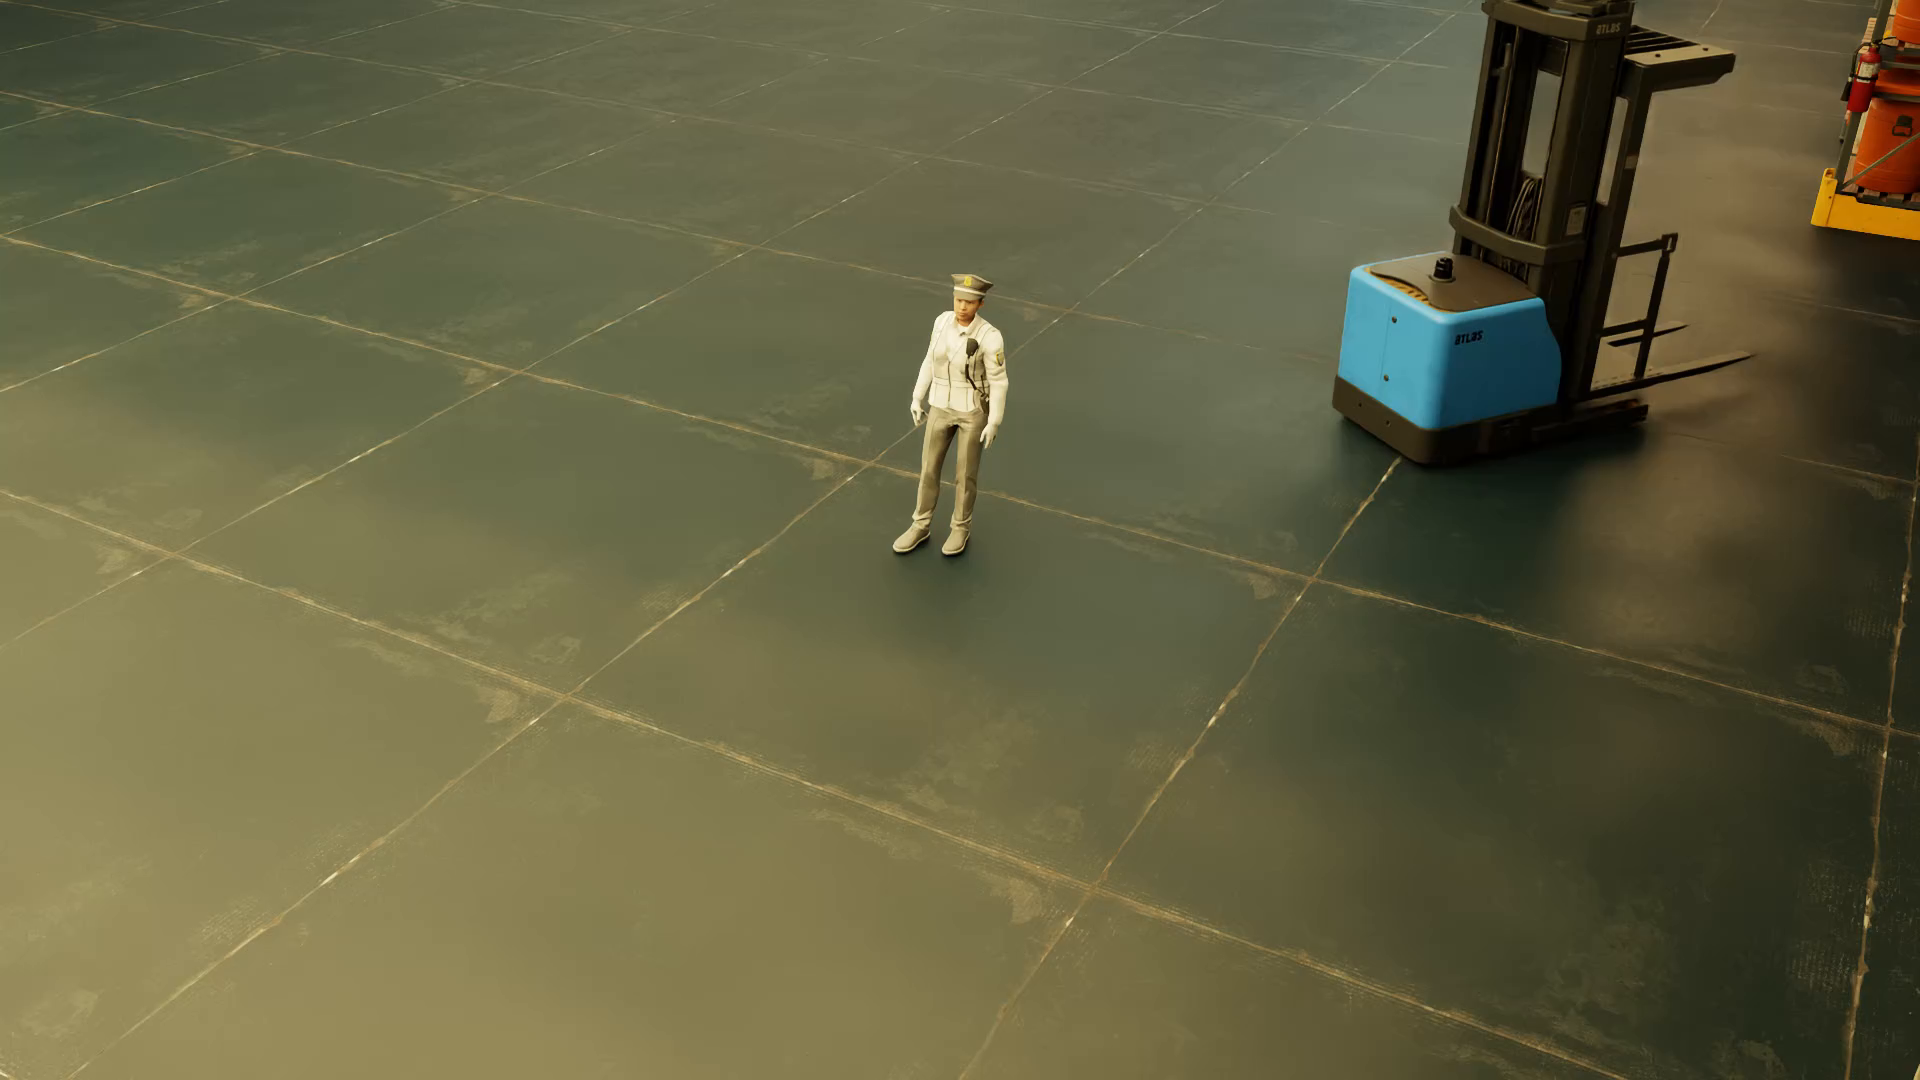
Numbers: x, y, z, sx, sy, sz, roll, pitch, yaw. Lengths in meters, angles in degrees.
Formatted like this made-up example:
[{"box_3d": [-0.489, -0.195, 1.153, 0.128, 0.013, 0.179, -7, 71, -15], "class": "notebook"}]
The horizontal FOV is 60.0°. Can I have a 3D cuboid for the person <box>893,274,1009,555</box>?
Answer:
[{"box_3d": [-0.039, -0.712, 9.526, 0.587, 1.694, 0.530, 15, 33, 25], "class": "person"}]

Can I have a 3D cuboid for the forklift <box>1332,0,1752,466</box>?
[{"box_3d": [4.124, -2.231, 10.937, 3.031, 2.935, 1.130, -13, 32, -21], "class": "forklift"}]
